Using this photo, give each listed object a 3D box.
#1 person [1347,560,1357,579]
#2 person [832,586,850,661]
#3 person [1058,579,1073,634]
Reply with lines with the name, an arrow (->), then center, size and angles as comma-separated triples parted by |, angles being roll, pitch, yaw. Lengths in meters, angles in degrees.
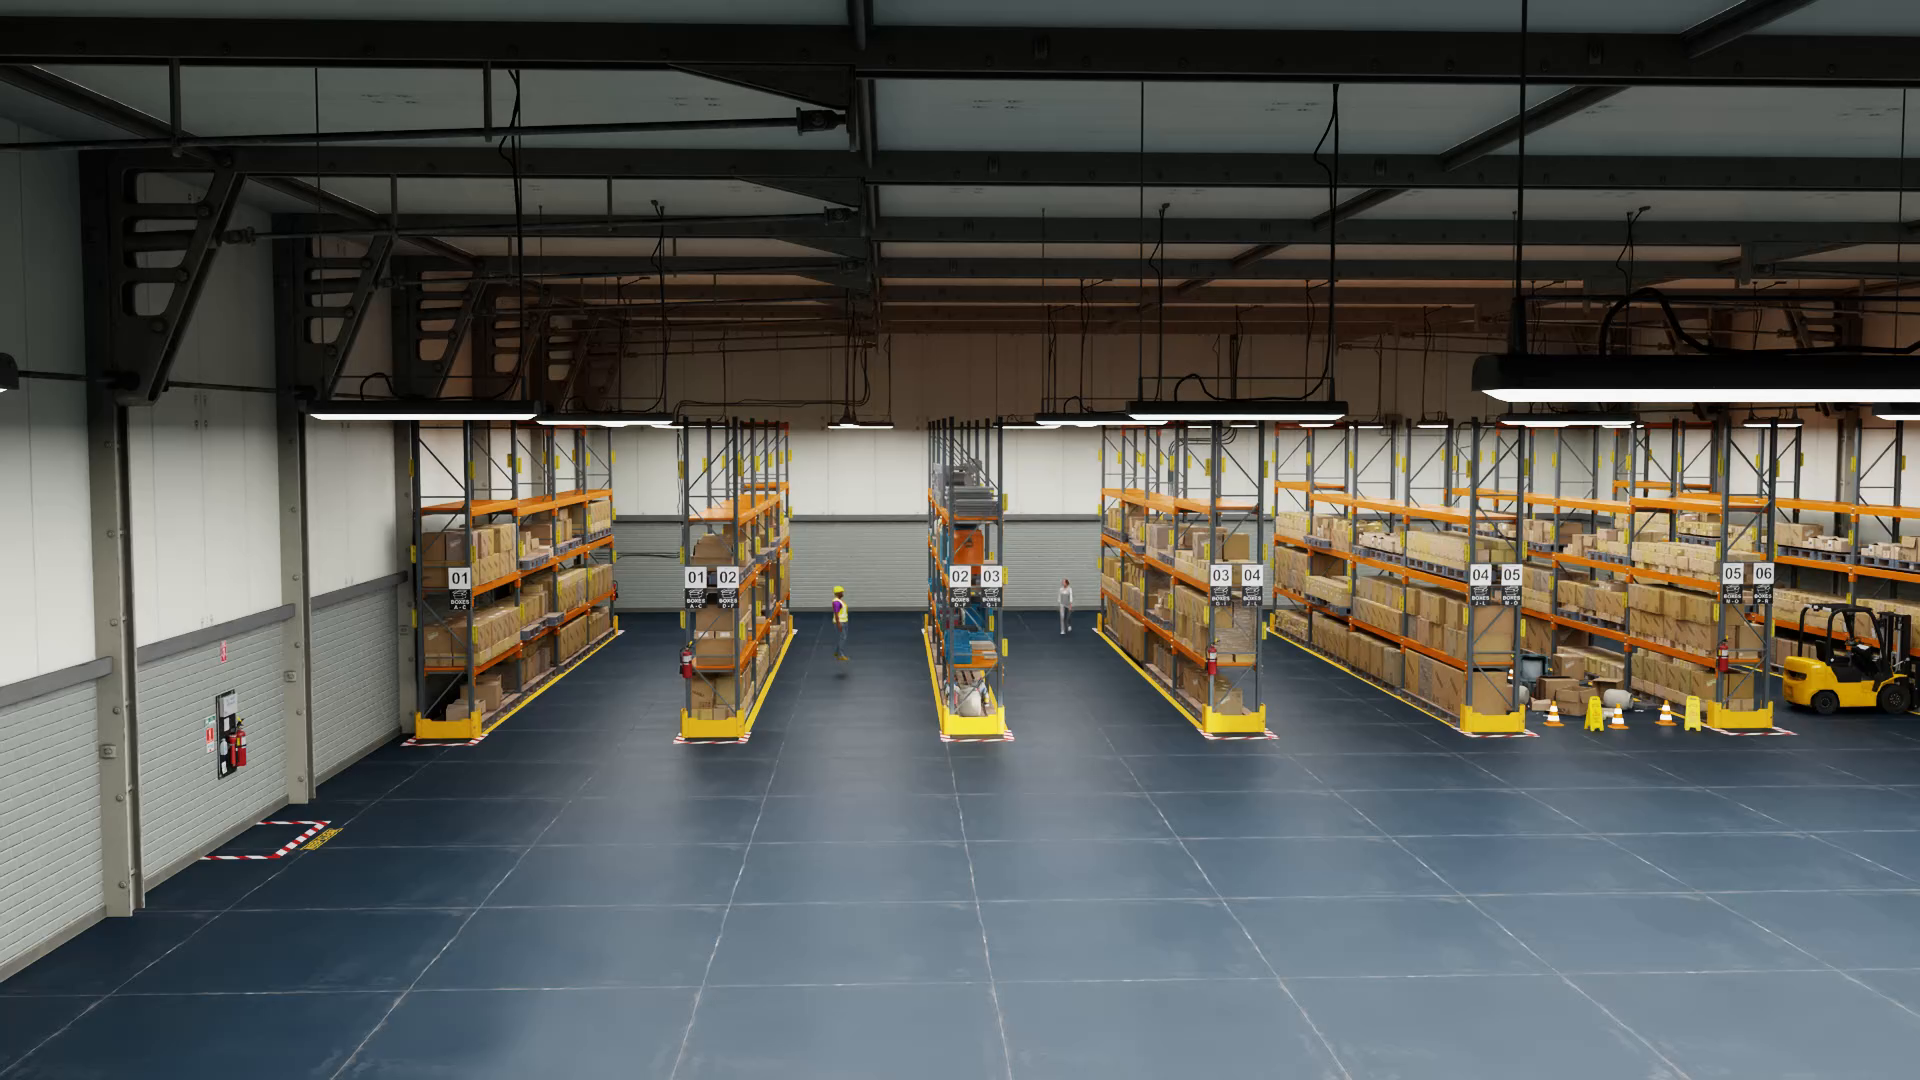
person -> 11.978, 1.492, 51.460 | 0.597, 1.798, 0.528 | 1, 4, 11
person -> -2.824, 1.995, 39.565 | 0.504, 1.813, 0.643 | 1, 4, 14
person -> 2.979, 1.867, 47.035 | 0.418, 1.539, 0.868 | 0, 4, 5
